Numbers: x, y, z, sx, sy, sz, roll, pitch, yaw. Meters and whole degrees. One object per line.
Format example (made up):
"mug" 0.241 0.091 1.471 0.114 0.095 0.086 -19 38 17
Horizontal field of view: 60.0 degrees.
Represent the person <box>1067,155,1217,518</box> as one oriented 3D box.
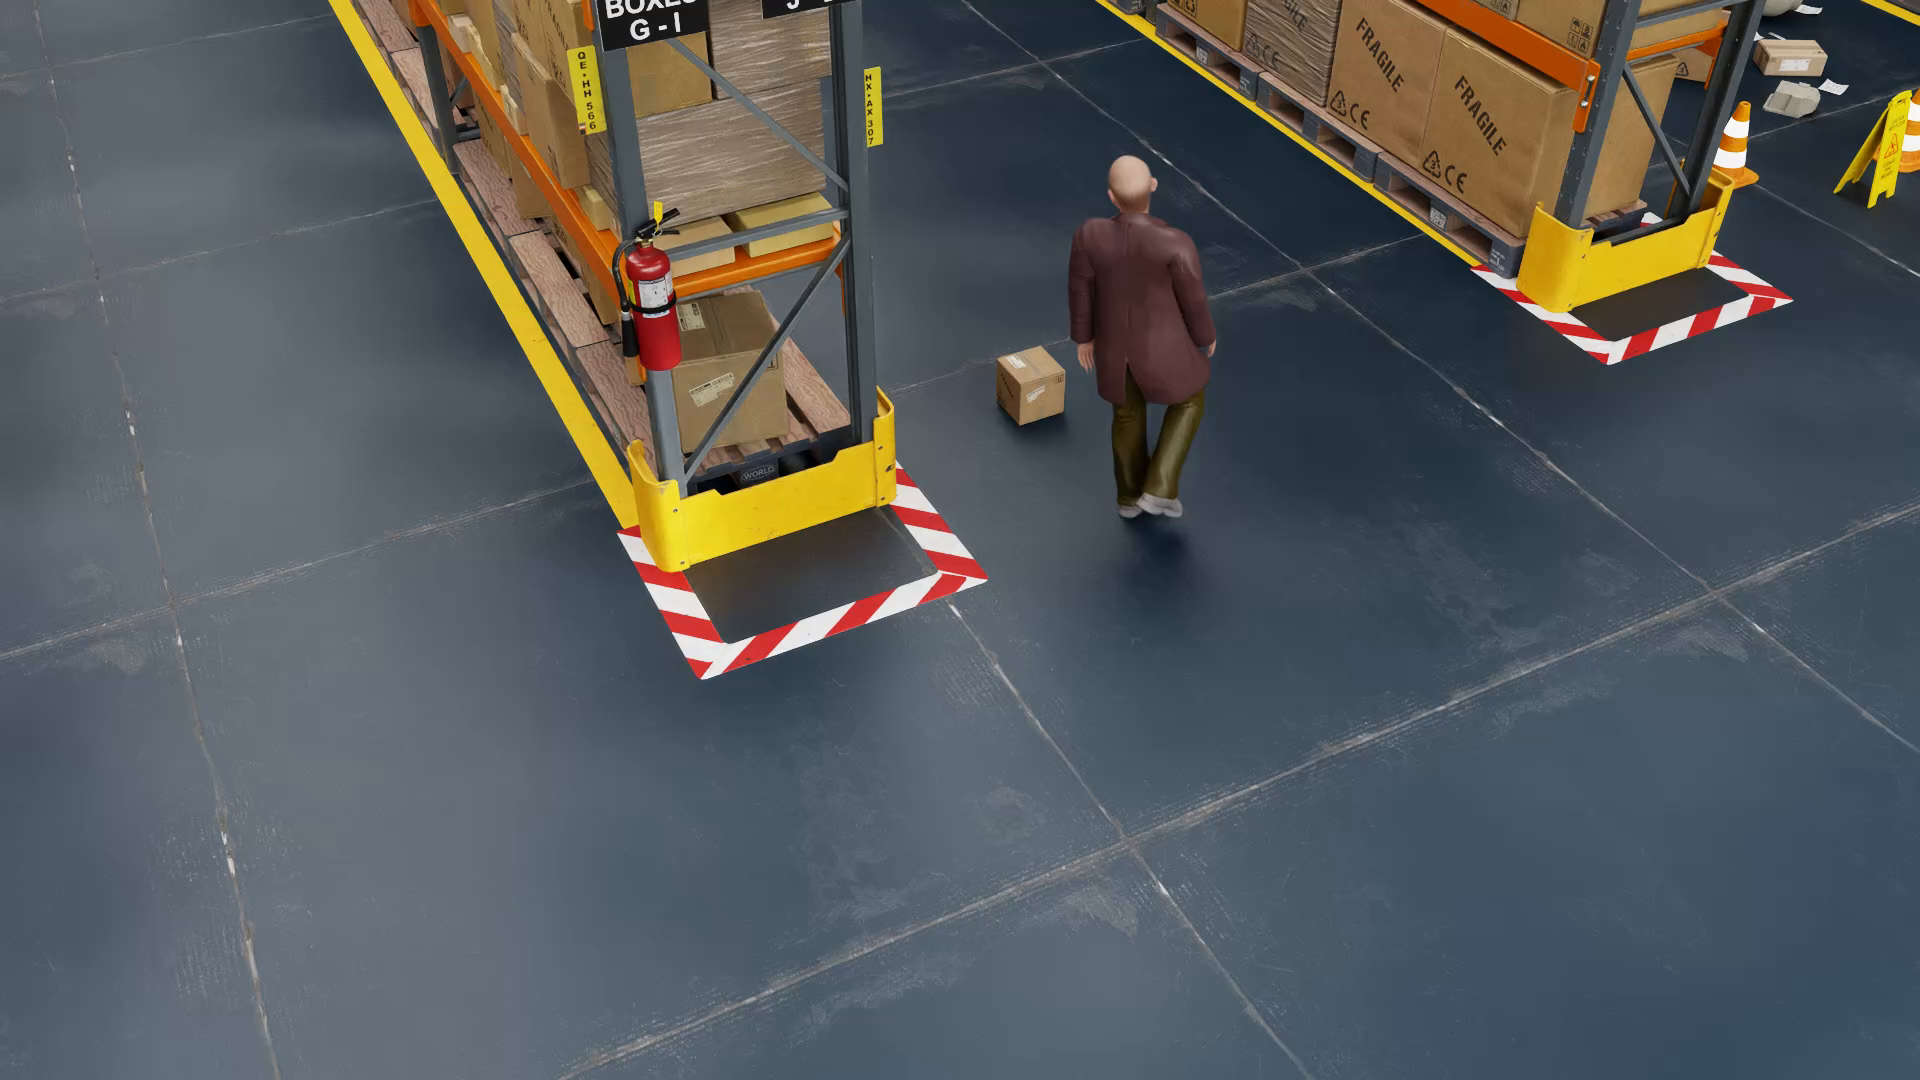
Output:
"person" 0.763 -0.831 7.120 0.619 1.778 0.558 18 44 20
